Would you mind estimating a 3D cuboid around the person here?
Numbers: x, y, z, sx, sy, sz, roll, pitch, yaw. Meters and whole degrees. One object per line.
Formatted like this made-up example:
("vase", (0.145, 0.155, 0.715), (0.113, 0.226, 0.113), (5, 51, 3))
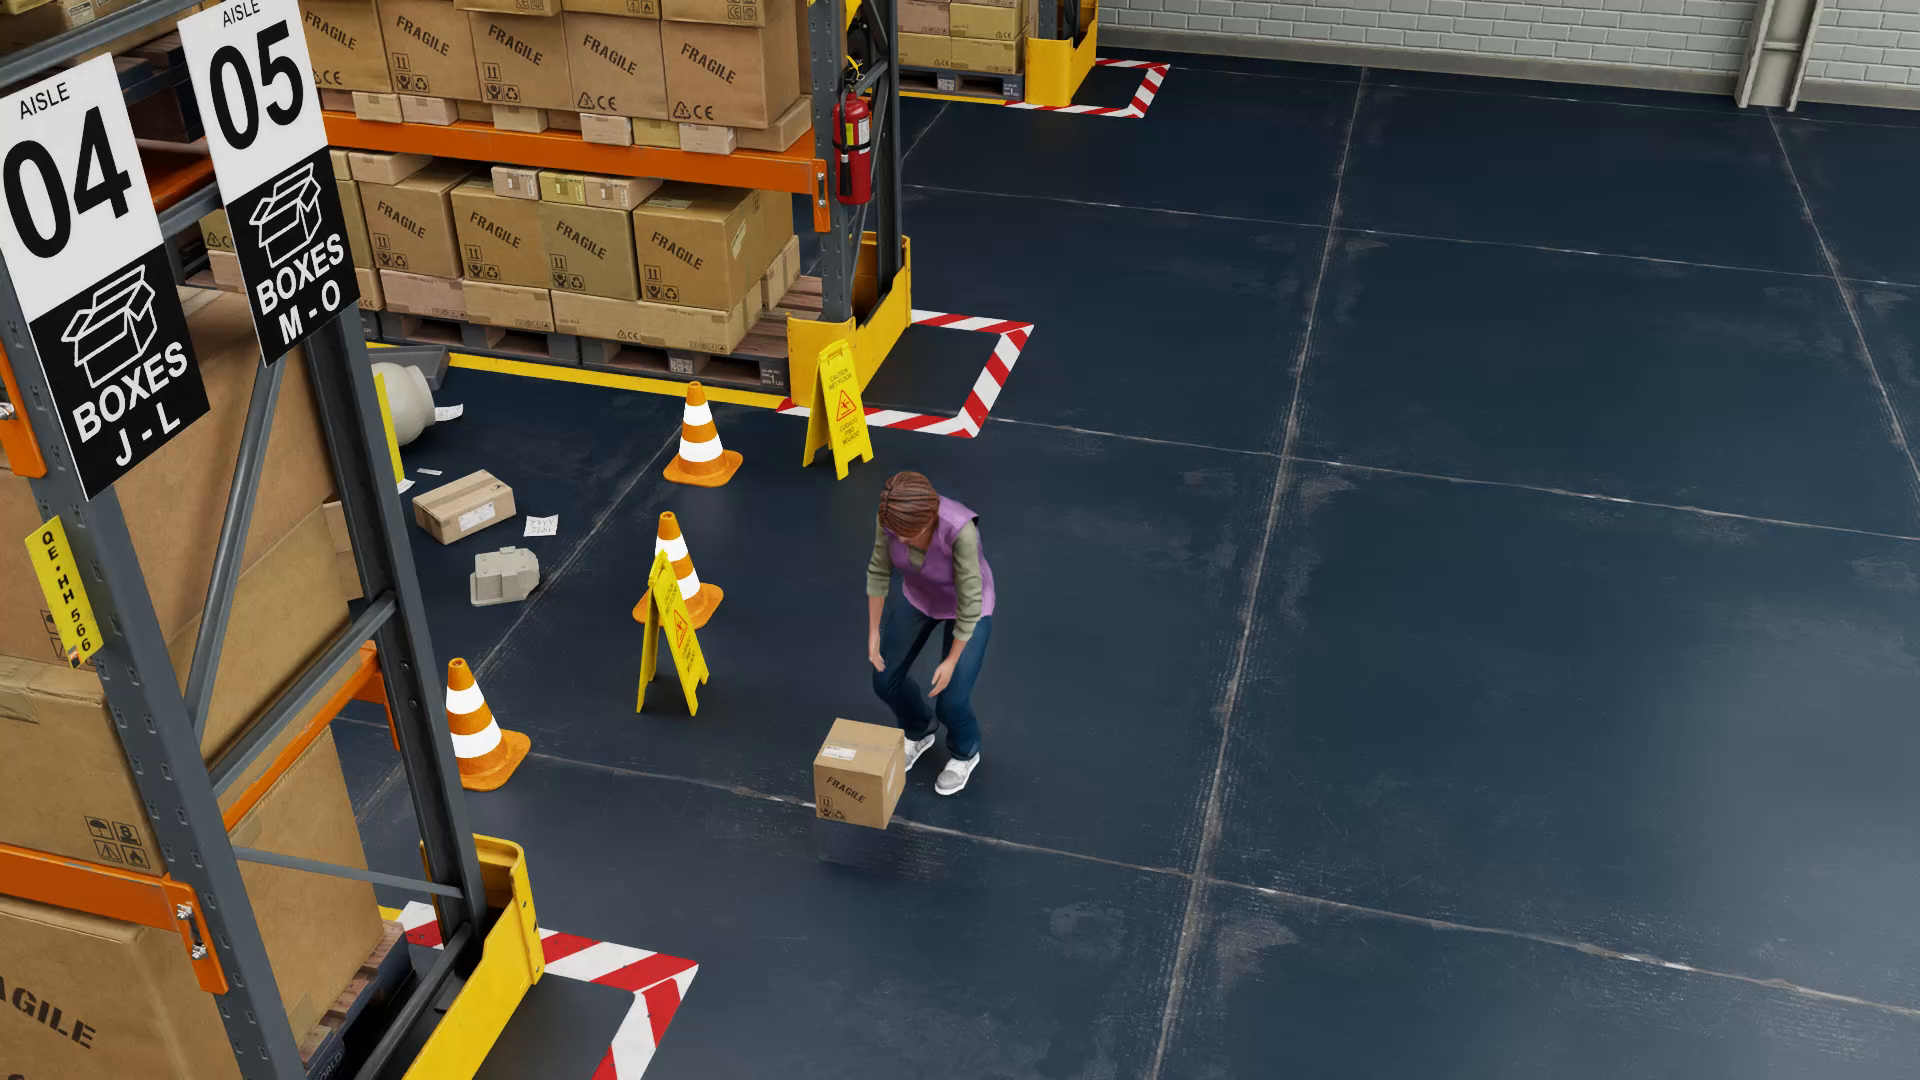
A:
("person", (-0.084, 0.297, 5.884), (0.458, 1.400, 0.581), (19, 38, 26))
